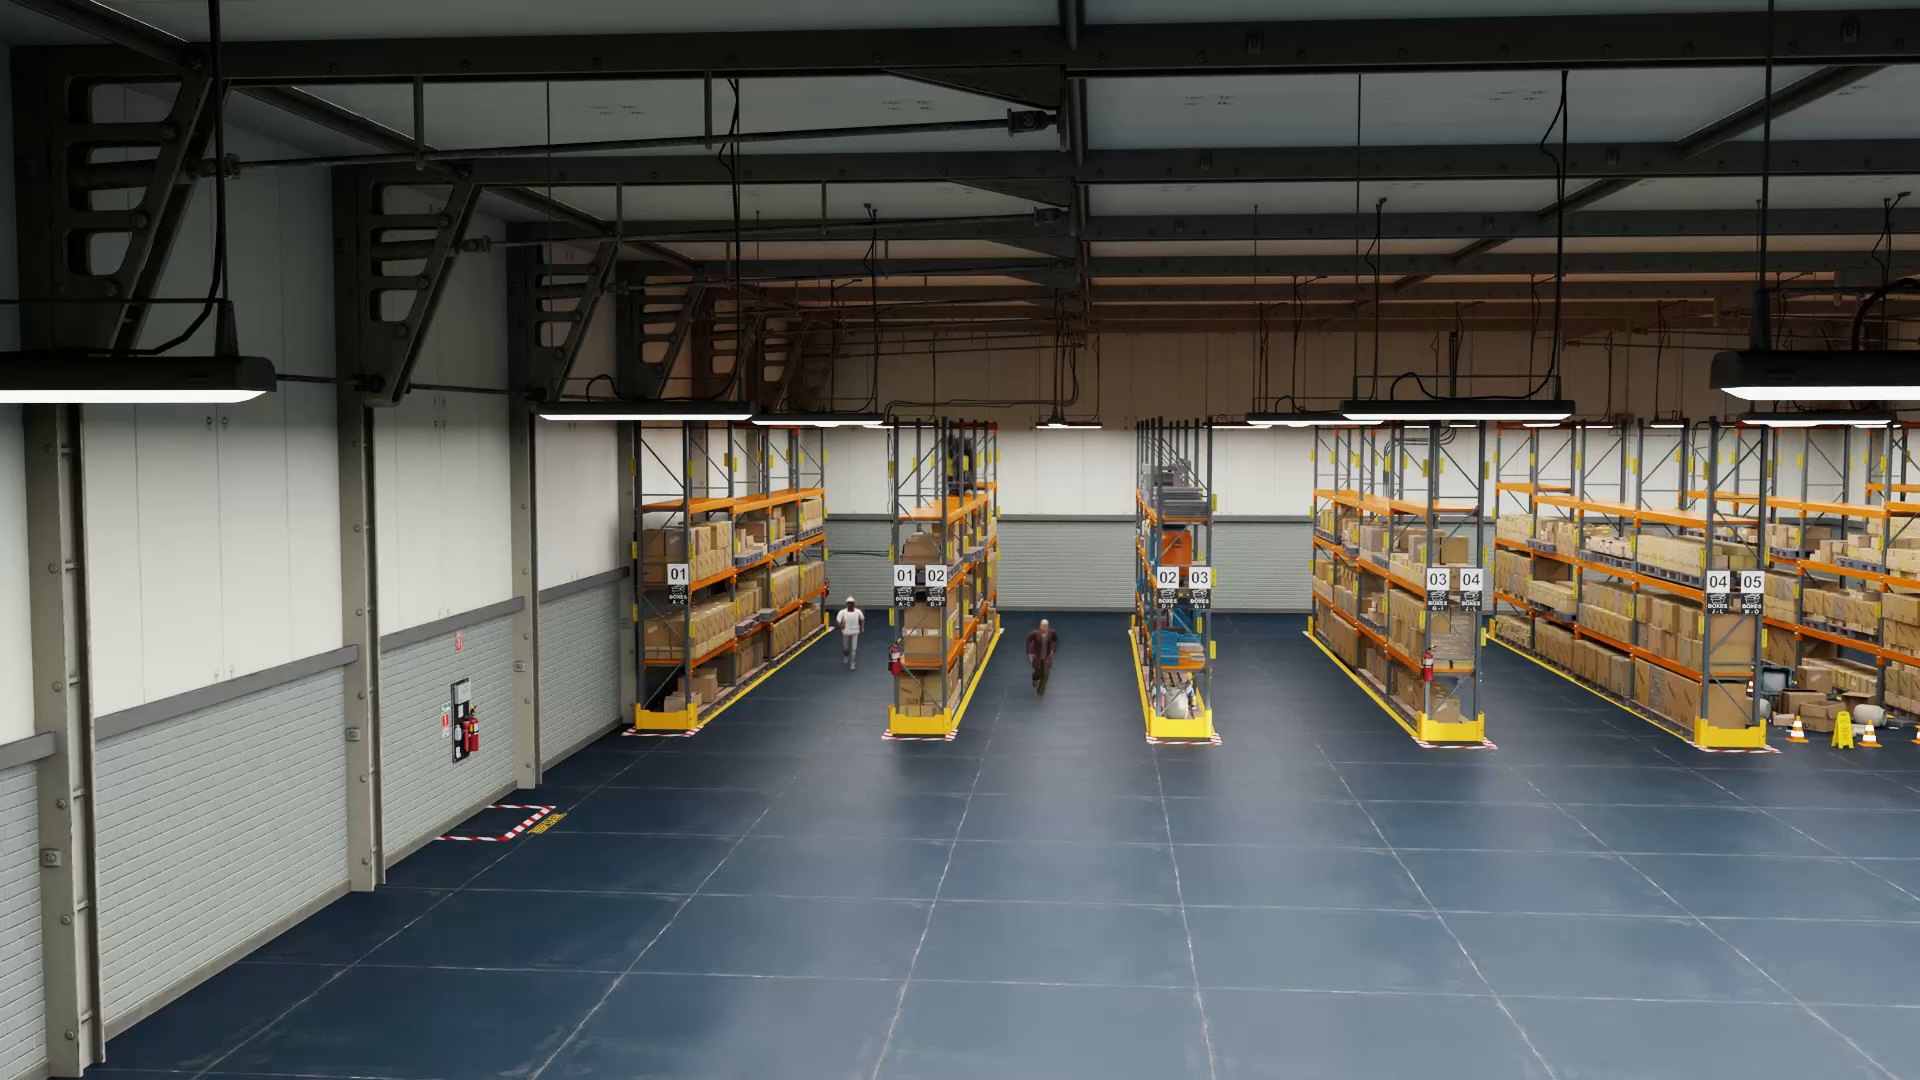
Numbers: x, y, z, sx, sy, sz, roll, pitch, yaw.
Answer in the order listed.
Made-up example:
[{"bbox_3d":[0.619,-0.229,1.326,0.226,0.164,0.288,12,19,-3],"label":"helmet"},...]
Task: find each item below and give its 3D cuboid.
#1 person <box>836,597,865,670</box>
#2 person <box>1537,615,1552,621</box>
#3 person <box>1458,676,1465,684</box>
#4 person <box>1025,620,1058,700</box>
[{"bbox_3d":[-2.626,2.245,40.064,0.714,1.733,0.791,0,4,-7],"label":"person"},{"bbox_3d":[16.770,1.756,47.784,0.830,1.794,0.632,-1,4,-20],"label":"person"},{"bbox_3d":[11.395,2.372,38.135,0.659,1.772,1.046,0,4,3],"label":"person"},{"bbox_3d":[1.745,2.548,35.896,0.711,1.725,0.876,-1,4,-15],"label":"person"}]
